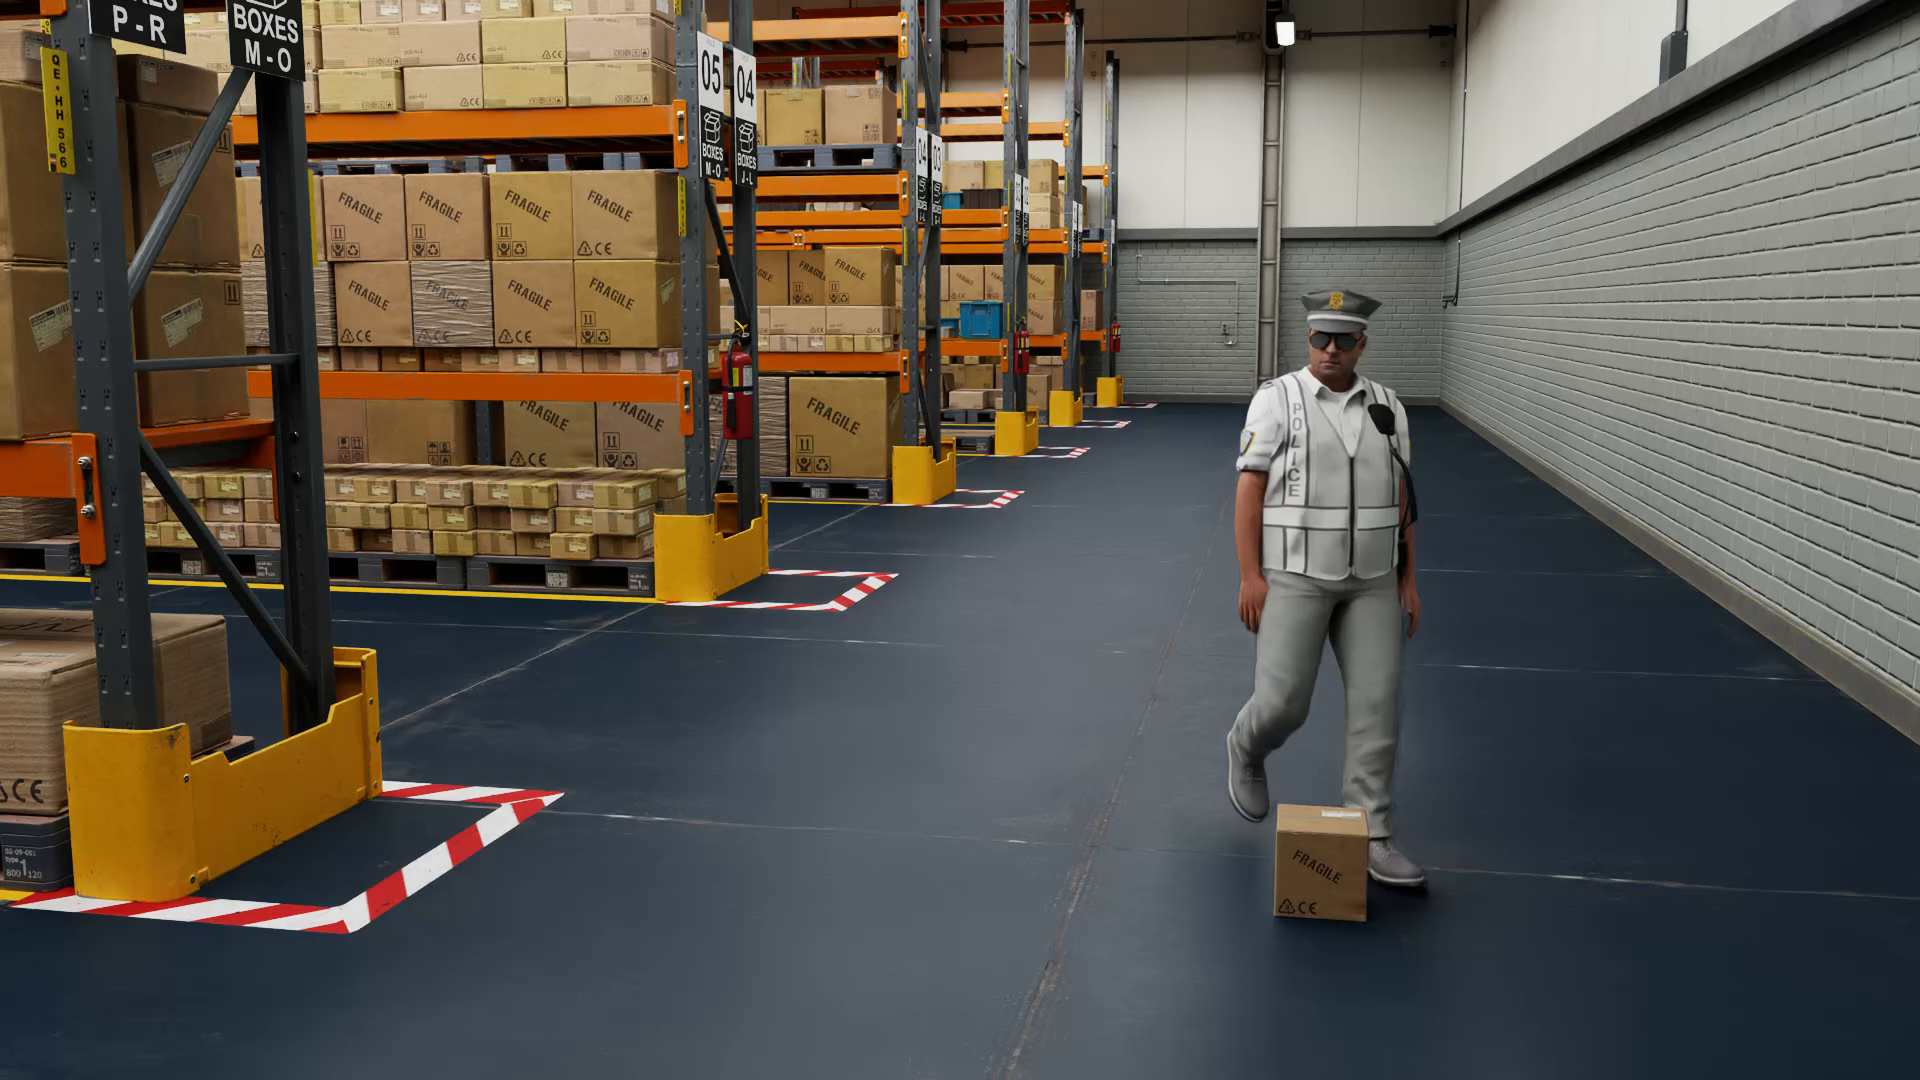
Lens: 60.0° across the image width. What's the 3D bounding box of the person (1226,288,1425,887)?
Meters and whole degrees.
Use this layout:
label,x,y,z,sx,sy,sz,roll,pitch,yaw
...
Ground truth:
label,x,y,z,sx,sy,sz,roll,pitch,yaw
person,1.130,0.109,5.031,0.567,1.723,0.807,-1,8,-9
